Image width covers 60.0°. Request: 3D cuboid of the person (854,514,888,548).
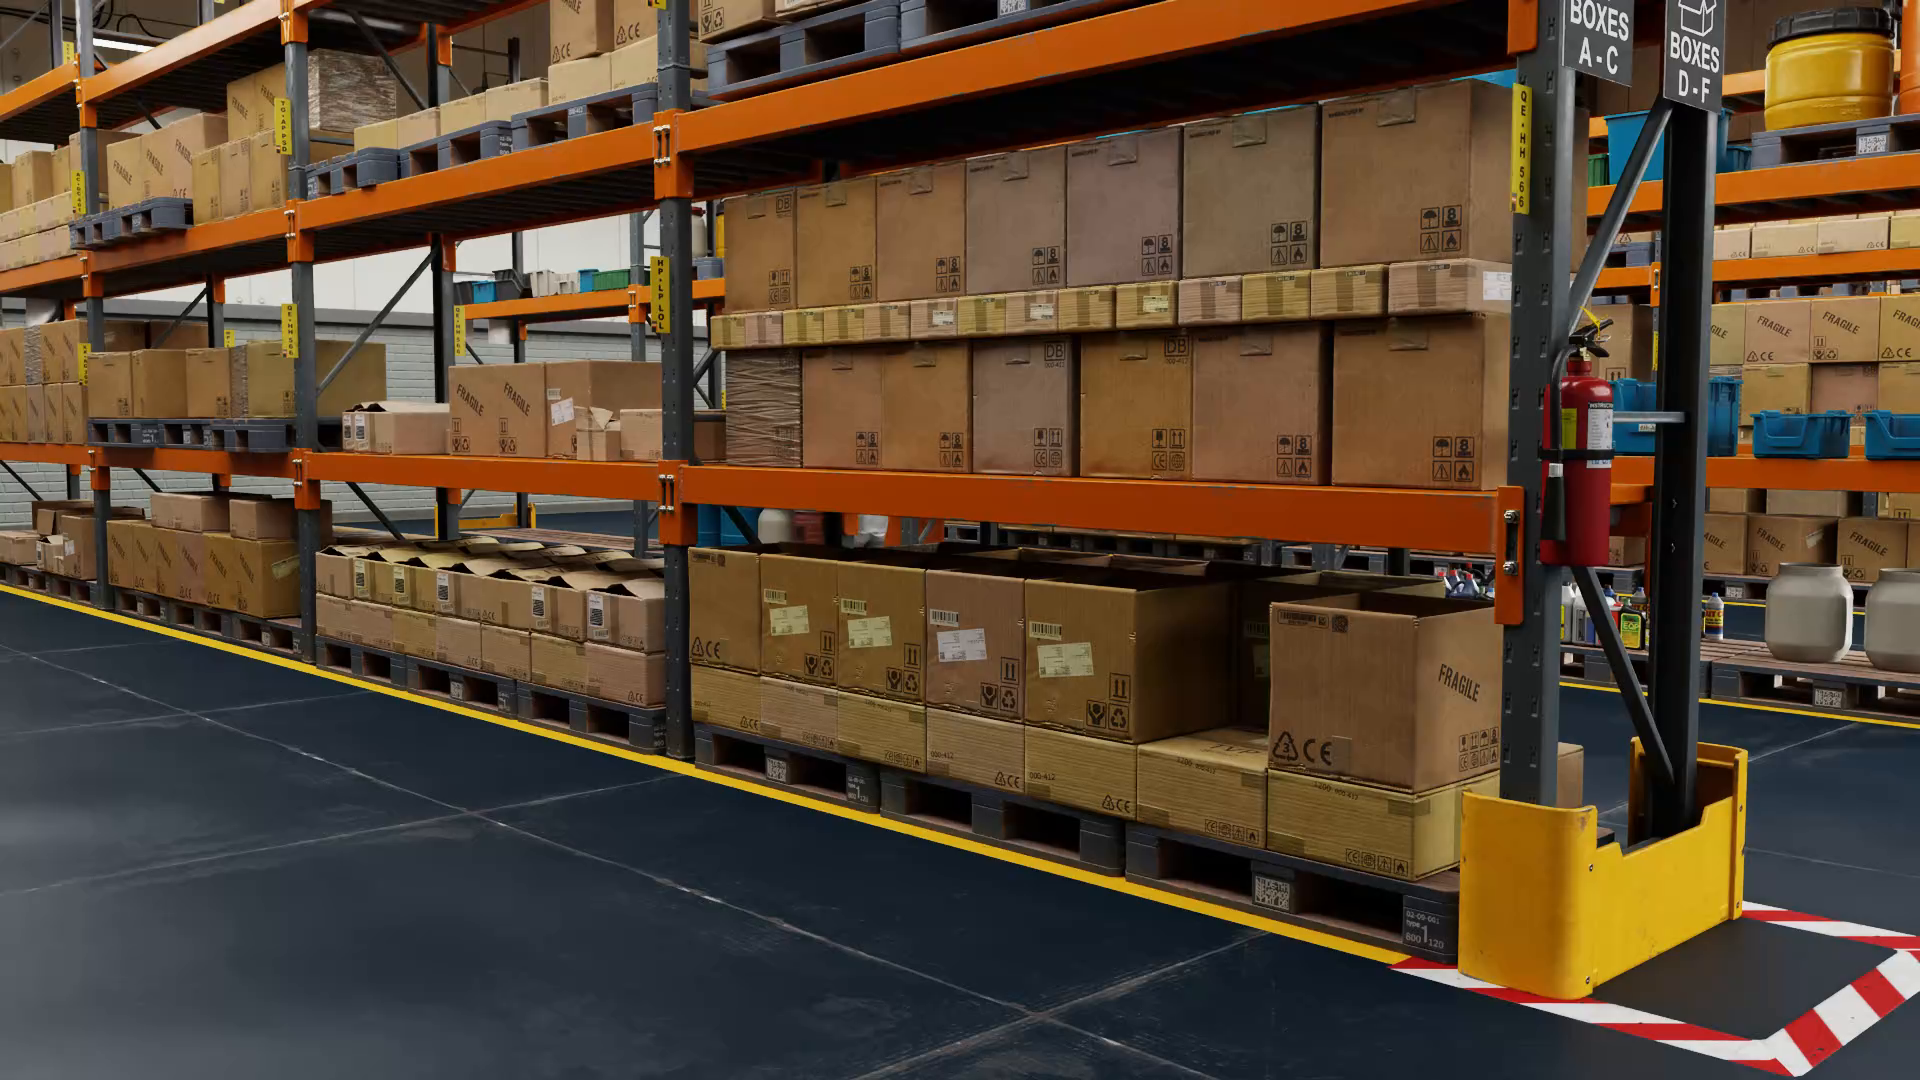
[{"bbox_3d":[-0.644,-0.058,10.585,0.347,1.592,0.475,4,6,43],"label":"person"}]
